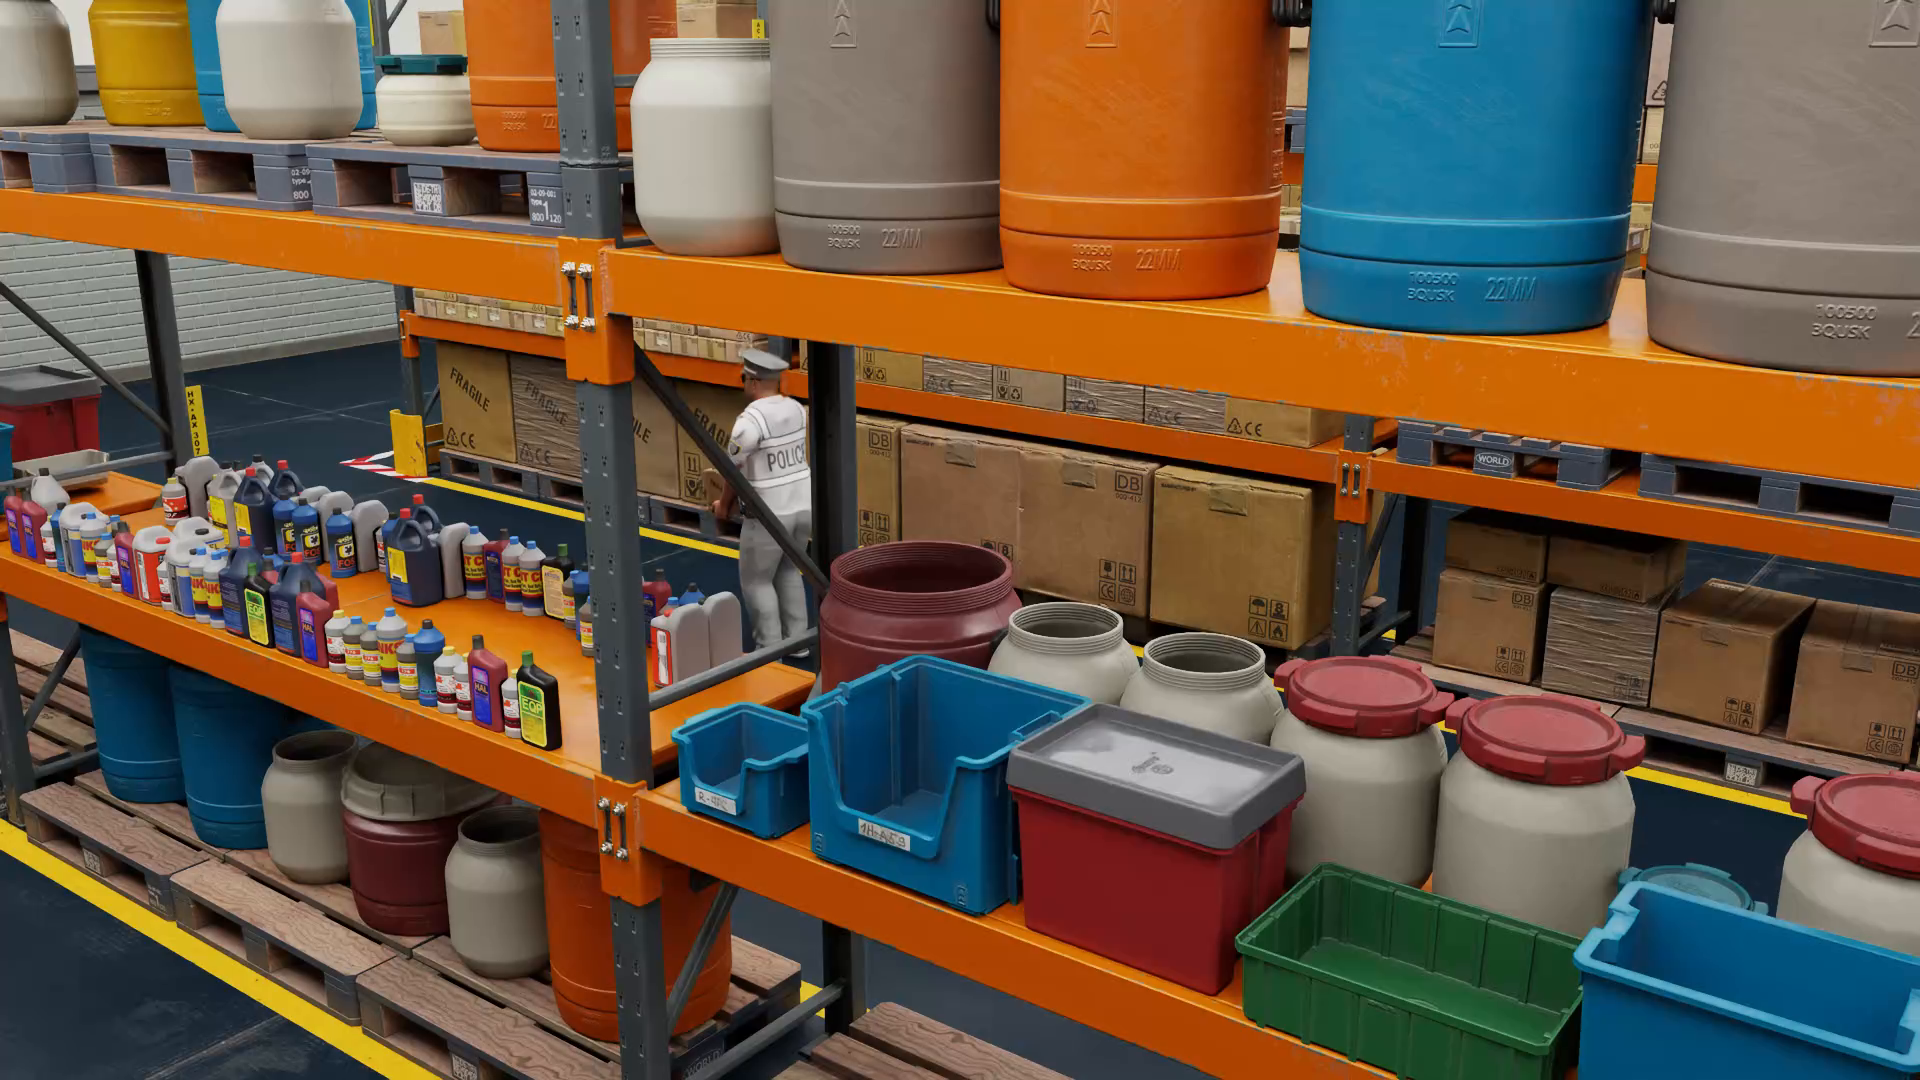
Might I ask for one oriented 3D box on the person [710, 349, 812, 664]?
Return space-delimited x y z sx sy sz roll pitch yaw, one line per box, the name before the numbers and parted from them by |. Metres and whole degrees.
person | -1.076 -0.167 9.084 0.575 1.764 0.490 11 20 34
